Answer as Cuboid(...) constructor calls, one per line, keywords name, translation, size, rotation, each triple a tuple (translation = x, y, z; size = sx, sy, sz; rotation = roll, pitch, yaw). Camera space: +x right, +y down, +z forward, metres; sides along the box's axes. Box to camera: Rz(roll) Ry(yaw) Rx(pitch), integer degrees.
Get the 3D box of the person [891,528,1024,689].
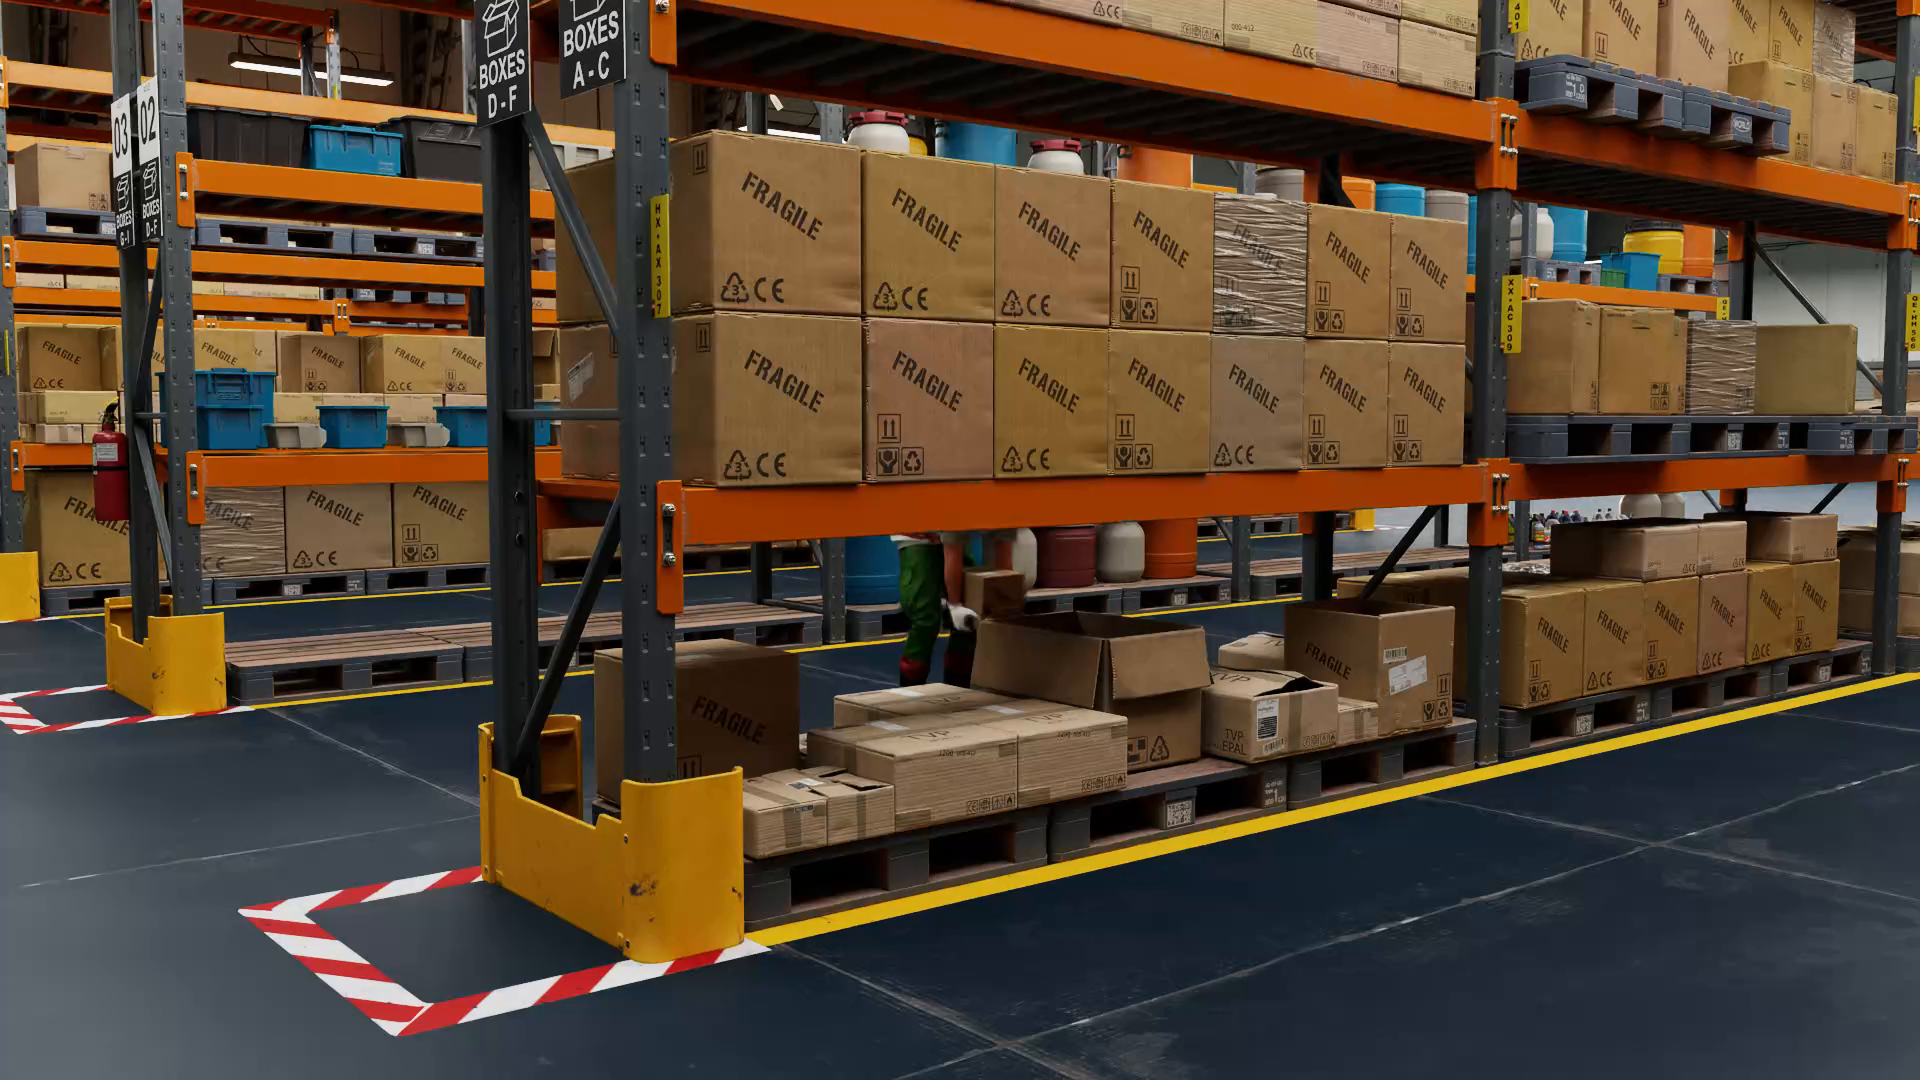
Cuboid(name="person", translation=(0.039, 0.213, 7.983), size=(0.485, 1.402, 0.886), rotation=(-4, 6, -40))
